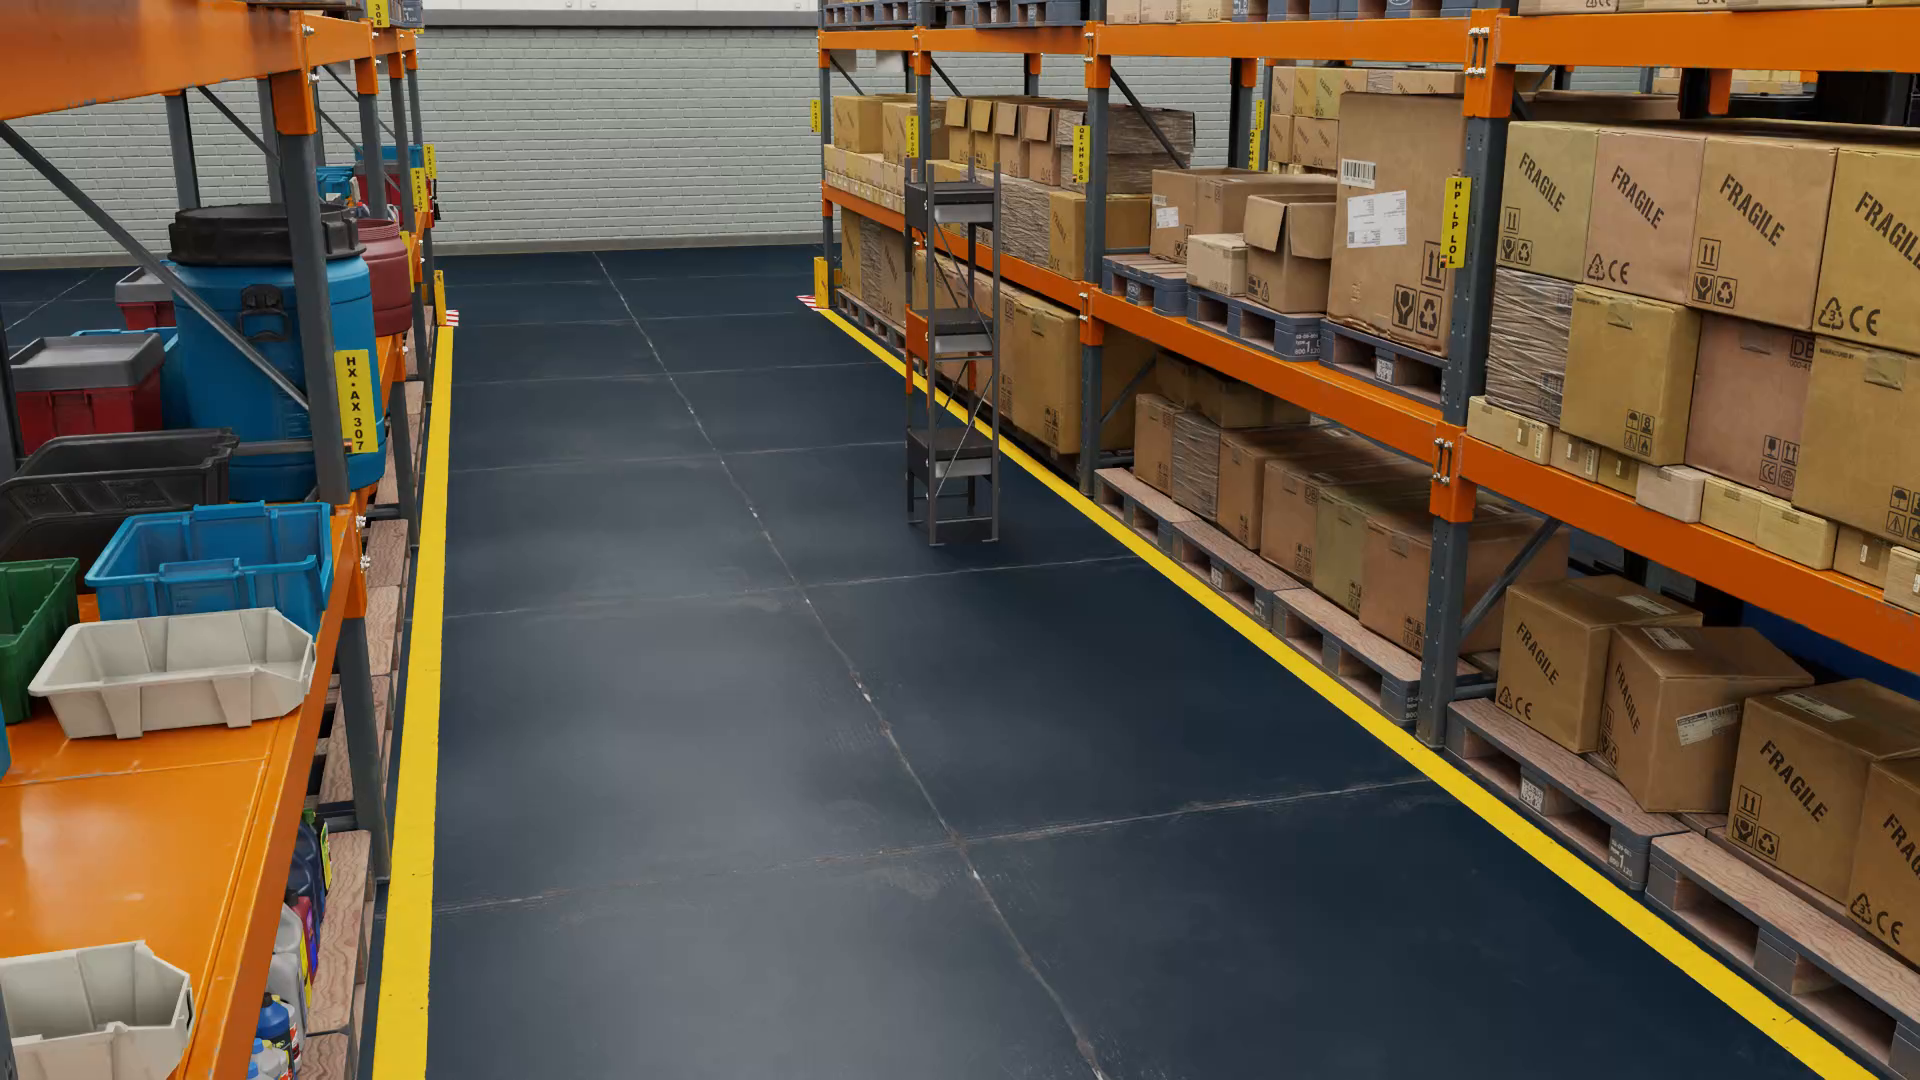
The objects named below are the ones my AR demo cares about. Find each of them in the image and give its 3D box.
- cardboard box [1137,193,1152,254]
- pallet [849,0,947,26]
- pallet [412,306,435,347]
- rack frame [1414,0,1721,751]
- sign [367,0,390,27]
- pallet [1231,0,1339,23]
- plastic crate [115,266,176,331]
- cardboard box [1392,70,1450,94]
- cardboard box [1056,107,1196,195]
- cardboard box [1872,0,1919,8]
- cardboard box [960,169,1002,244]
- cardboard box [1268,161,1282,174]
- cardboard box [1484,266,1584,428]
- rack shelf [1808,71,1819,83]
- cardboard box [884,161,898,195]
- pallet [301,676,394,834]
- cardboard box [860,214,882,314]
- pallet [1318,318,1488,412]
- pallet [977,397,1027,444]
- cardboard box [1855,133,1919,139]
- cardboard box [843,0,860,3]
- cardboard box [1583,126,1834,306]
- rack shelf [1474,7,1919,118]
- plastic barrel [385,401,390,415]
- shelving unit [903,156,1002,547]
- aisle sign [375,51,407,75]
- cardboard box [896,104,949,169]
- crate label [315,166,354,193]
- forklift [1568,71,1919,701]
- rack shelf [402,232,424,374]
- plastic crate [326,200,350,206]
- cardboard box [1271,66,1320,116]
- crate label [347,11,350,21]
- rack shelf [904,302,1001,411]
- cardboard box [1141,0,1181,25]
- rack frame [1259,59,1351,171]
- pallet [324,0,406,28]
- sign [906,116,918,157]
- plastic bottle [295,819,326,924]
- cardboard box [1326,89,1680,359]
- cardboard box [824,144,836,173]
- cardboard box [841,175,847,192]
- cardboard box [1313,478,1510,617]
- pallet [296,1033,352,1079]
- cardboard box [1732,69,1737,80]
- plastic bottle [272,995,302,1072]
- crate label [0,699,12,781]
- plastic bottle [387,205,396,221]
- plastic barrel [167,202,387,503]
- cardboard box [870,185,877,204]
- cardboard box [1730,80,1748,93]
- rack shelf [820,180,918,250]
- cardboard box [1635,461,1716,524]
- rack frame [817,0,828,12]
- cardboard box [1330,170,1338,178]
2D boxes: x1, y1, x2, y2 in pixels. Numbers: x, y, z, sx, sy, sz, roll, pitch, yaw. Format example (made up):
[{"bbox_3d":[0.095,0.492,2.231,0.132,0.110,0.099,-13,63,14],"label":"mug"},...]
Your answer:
[{"bbox_3d":[1.373,-1.960,10.590,0.500,0.500,0.500,-4,17,-14],"label":"cardboard box"},{"bbox_3d":[-0.400,-4.821,15.227,1.003,0.211,1.213,-5,17,-15],"label":"pallet"},{"bbox_3d":[-5.526,-2.011,15.780,1.003,0.211,1.213,-5,17,-15],"label":"pallet"},{"bbox_3d":[2.345,-0.650,6.402,1.000,3.000,0.127,-5,17,-15],"label":"rack frame"},{"bbox_3d":[-2.990,-2.797,8.516,0.100,0.325,0.005,-5,17,-15],"label":"sign"},{"bbox_3d":[1.989,-2.462,7.548,1.213,0.211,1.003,-5,17,-15],"label":"pallet"},{"bbox_3d":[-3.367,-0.924,7.204,0.402,0.464,0.583,-5,17,-15],"label":"plastic crate"},{"bbox_3d":[4.406,-4.147,15.616,0.500,0.500,0.500,-5,18,-17],"label":"cardboard box"},{"bbox_3d":[1.060,-2.488,10.604,0.797,0.503,0.637,-4,17,-13],"label":"cardboard box"},{"bbox_3d":[2.651,-1.441,4.080,0.500,0.250,0.500,-5,17,-16],"label":"cardboard box"},{"bbox_3d":[0.308,-2.486,12.341,0.500,0.500,0.500,-5,17,-17],"label":"cardboard box"},{"bbox_3d":[3.617,-4.098,18.316,0.380,0.149,0.250,-5,17,-16],"label":"cardboard box"},{"bbox_3d":[2.409,-0.711,5.914,0.875,0.500,0.500,-5,17,-15],"label":"cardboard box"},{"bbox_3d":[6.592,-2.659,9.128,1.077,0.370,4.000,-5,17,-15],"label":"rack shelf"},{"bbox_3d":[-0.372,-3.178,14.561,0.500,0.250,0.500,-4,17,-14],"label":"cardboard box"},{"bbox_3d":[-2.671,0.863,6.212,1.003,0.211,1.213,-5,17,-15],"label":"pallet"},{"bbox_3d":[-0.450,-2.730,16.291,0.875,0.875,0.875,-5,17,-15],"label":"cardboard box"},{"bbox_3d":[2.275,-0.781,7.171,1.003,0.211,1.213,-5,17,-15],"label":"pallet"},{"bbox_3d":[0.770,-0.982,12.353,1.003,0.211,1.213,-5,17,-15],"label":"pallet"},{"bbox_3d":[3.008,-0.940,4.938,0.500,0.500,0.500,-5,17,-15],"label":"cardboard box"},{"bbox_3d":[-0.720,-5.398,15.916,0.700,0.500,0.500,-5,18,-17],"label":"cardboard box"},{"bbox_3d":[2.363,-1.036,5.259,0.500,0.500,0.500,-5,17,-15],"label":"cardboard box"},{"bbox_3d":[2.894,-1.189,4.232,1.077,0.370,4.000,-5,17,-15],"label":"rack shelf"},{"bbox_3d":[-4.288,-1.320,11.549,0.600,0.901,0.708,-5,17,-15],"label":"plastic barrel"},{"bbox_3d":[-0.045,-1.051,9.302,0.431,2.100,0.503,-5,17,-15],"label":"shelving unit"},{"bbox_3d":[-5.453,-4.866,15.918,0.394,0.787,0.004,-5,17,-15],"label":"aisle sign"},{"bbox_3d":[-0.237,-3.399,13.992,0.500,0.500,0.500,-4,17,-14],"label":"cardboard box"},{"bbox_3d":[-5.964,-3.432,15.850,0.416,0.233,0.303,-5,17,-15],"label":"crate label"},{"bbox_3d":[3.671,-0.890,7.321,1.130,2.935,3.031,-5,18,-17],"label":"forklift"},{"bbox_3d":[-4.066,-1.573,10.727,1.077,0.370,4.000,-5,17,-15],"label":"rack shelf"},{"bbox_3d":[-5.182,-2.657,13.456,0.437,0.125,0.590,-5,17,-15],"label":"plastic crate"},{"bbox_3d":[3.712,-4.857,17.980,0.500,0.500,0.500,-5,17,-16],"label":"cardboard box"},{"bbox_3d":[-4.473,-3.940,12.598,0.293,0.136,0.466,-5,17,-15],"label":"crate label"},{"bbox_3d":[-0.045,-1.038,9.306,0.431,0.518,0.480,-5,17,-15],"label":"rack shelf"},{"bbox_3d":[1.270,-2.829,8.702,0.500,0.250,0.500,-4,17,-14],"label":"cardboard box"},{"bbox_3d":[3.844,-4.333,18.664,1.000,3.000,0.127,-5,17,-15],"label":"rack frame"},{"bbox_3d":[-3.992,-3.295,10.321,1.003,0.211,1.213,-5,17,-15],"label":"pallet"},{"bbox_3d":[-0.387,-3.271,13.485,0.100,0.325,0.005,-5,17,-15],"label":"sign"},{"bbox_3d":[-1.963,0.955,4.899,0.144,0.351,0.185,-5,17,-17],"label":"plastic bottle"},{"bbox_3d":[2.261,-1.369,7.023,1.000,1.000,1.000,-5,17,-15],"label":"cardboard box"},{"bbox_3d":[-1.081,-3.886,16.917,0.500,0.250,0.500,-5,17,-17],"label":"cardboard box"},{"bbox_3d":[-0.957,-3.511,16.363,0.380,0.149,0.250,-5,17,-16],"label":"cardboard box"},{"bbox_3d":[2.084,0.032,7.713,0.700,0.500,0.500,-5,17,-16],"label":"cardboard box"},{"bbox_3d":[-1.934,1.604,3.744,1.003,0.211,1.213,-5,17,-15],"label":"pallet"},{"bbox_3d":[8.721,-5.182,18.451,0.380,0.149,0.250,-5,17,-15],"label":"cardboard box"},{"bbox_3d":[-1.722,1.245,4.194,0.097,0.201,0.097,0,17,0],"label":"plastic bottle"},{"bbox_3d":[-2.084,0.343,3.033,0.502,0.435,0.616,-5,17,-15],"label":"crate label"},{"bbox_3d":[-4.049,-2.219,11.712,0.144,0.351,0.185,-5,17,-15],"label":"plastic bottle"},{"bbox_3d":[-2.232,-0.629,5.461,0.600,0.901,0.708,-5,17,-15],"label":"plastic barrel"},{"bbox_3d":[-0.606,-3.156,15.182,0.380,0.149,0.250,-5,17,-16],"label":"cardboard box"},{"bbox_3d":[8.731,-4.840,18.439,0.500,0.500,0.500,-5,17,-16],"label":"cardboard box"},{"bbox_3d":[-0.403,-3.071,15.714,1.077,0.370,4.000,-5,17,-15],"label":"rack shelf"},{"bbox_3d":[2.373,-0.168,5.235,0.380,0.149,0.250,-5,17,-15],"label":"cardboard box"},{"bbox_3d":[-0.953,-6.842,16.589,1.000,3.000,0.127,-5,17,-15],"label":"rack frame"},{"bbox_3d":[4.044,-3.743,17.137,0.380,0.149,0.250,-5,17,-16],"label":"cardboard box"}]
